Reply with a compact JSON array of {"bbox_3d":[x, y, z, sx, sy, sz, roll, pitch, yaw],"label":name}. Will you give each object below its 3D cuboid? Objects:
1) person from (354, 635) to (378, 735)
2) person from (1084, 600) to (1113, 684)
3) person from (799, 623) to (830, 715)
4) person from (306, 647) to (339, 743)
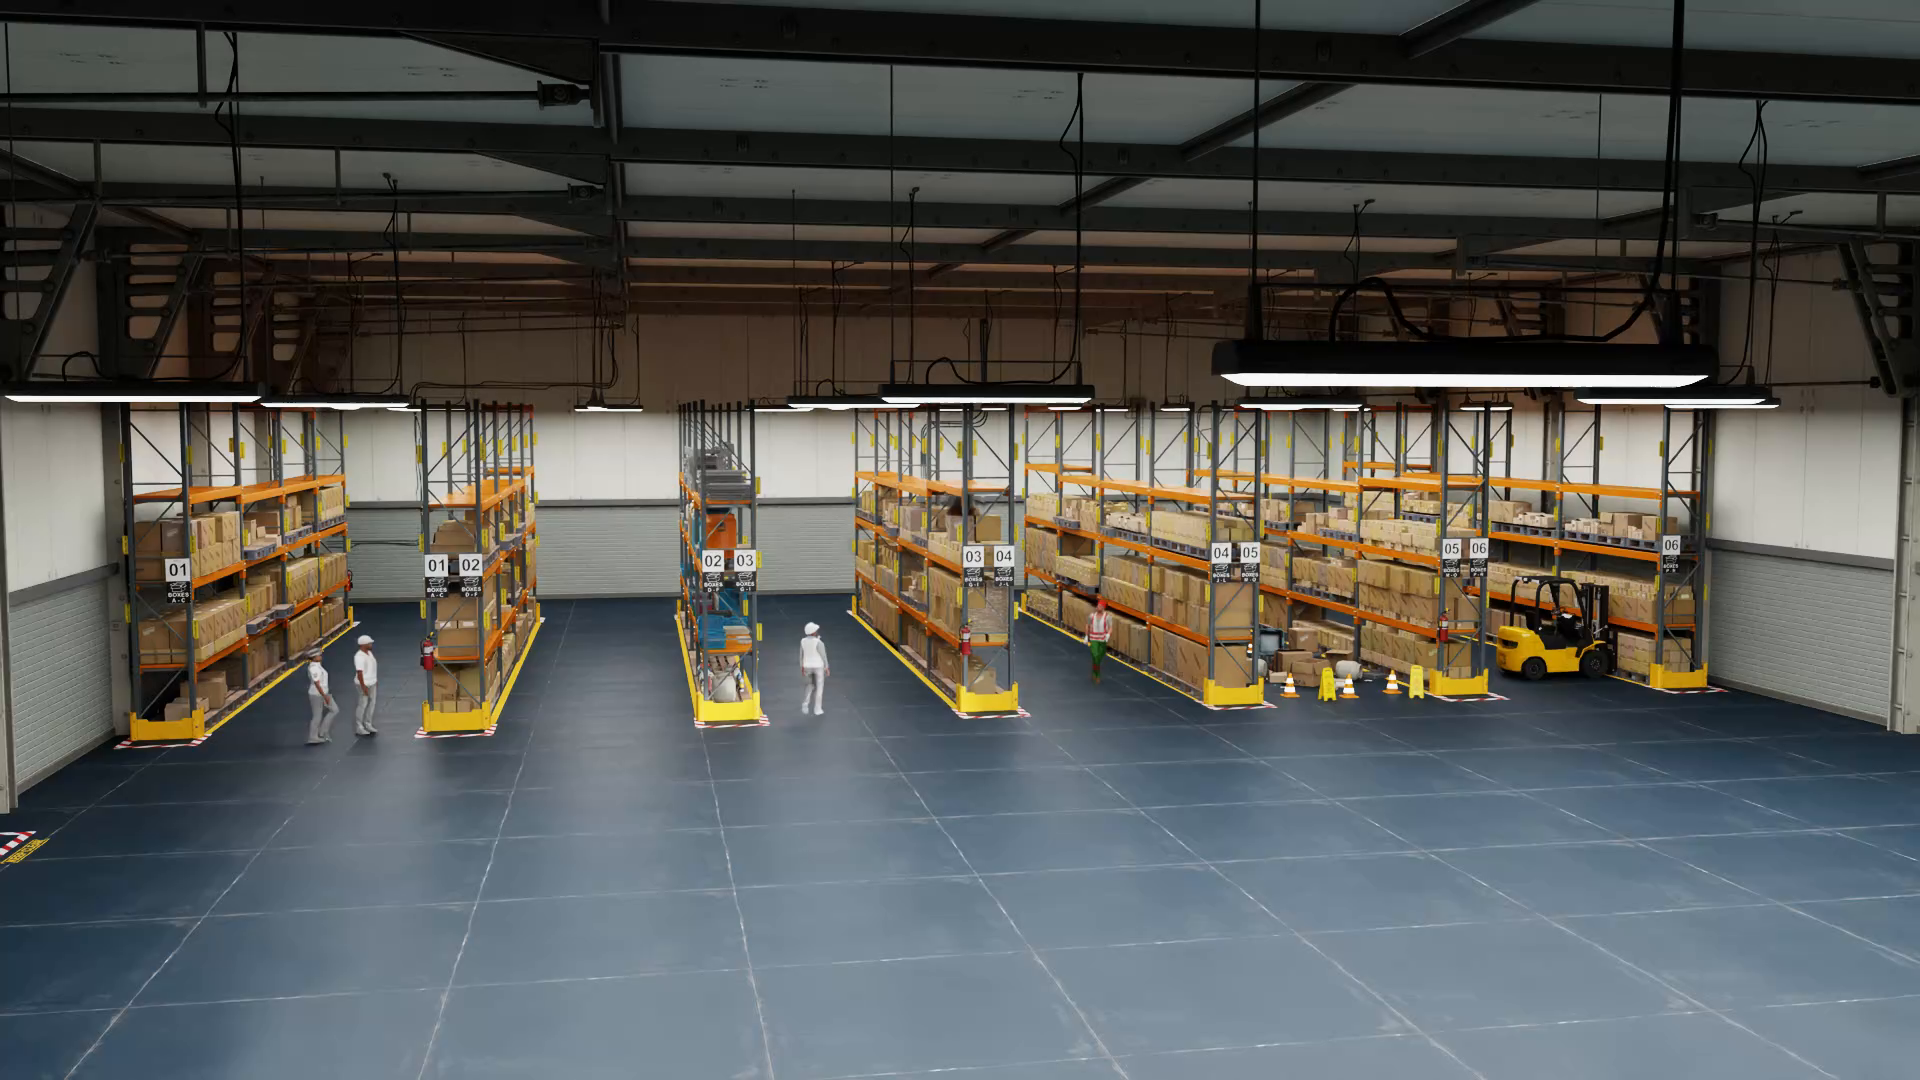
[{"bbox_3d":[-10.652,2.588,29.831,0.375,1.779,0.614,1,4,13],"label":"person"},{"bbox_3d":[3.000,2.196,35.685,0.536,1.808,0.890,-1,4,-11],"label":"person"},{"bbox_3d":[-2.779,2.440,31.668,0.588,1.759,0.473,2,5,21],"label":"person"},{"bbox_3d":[-11.096,2.706,28.860,0.495,1.707,0.463,0,4,-1],"label":"person"}]
